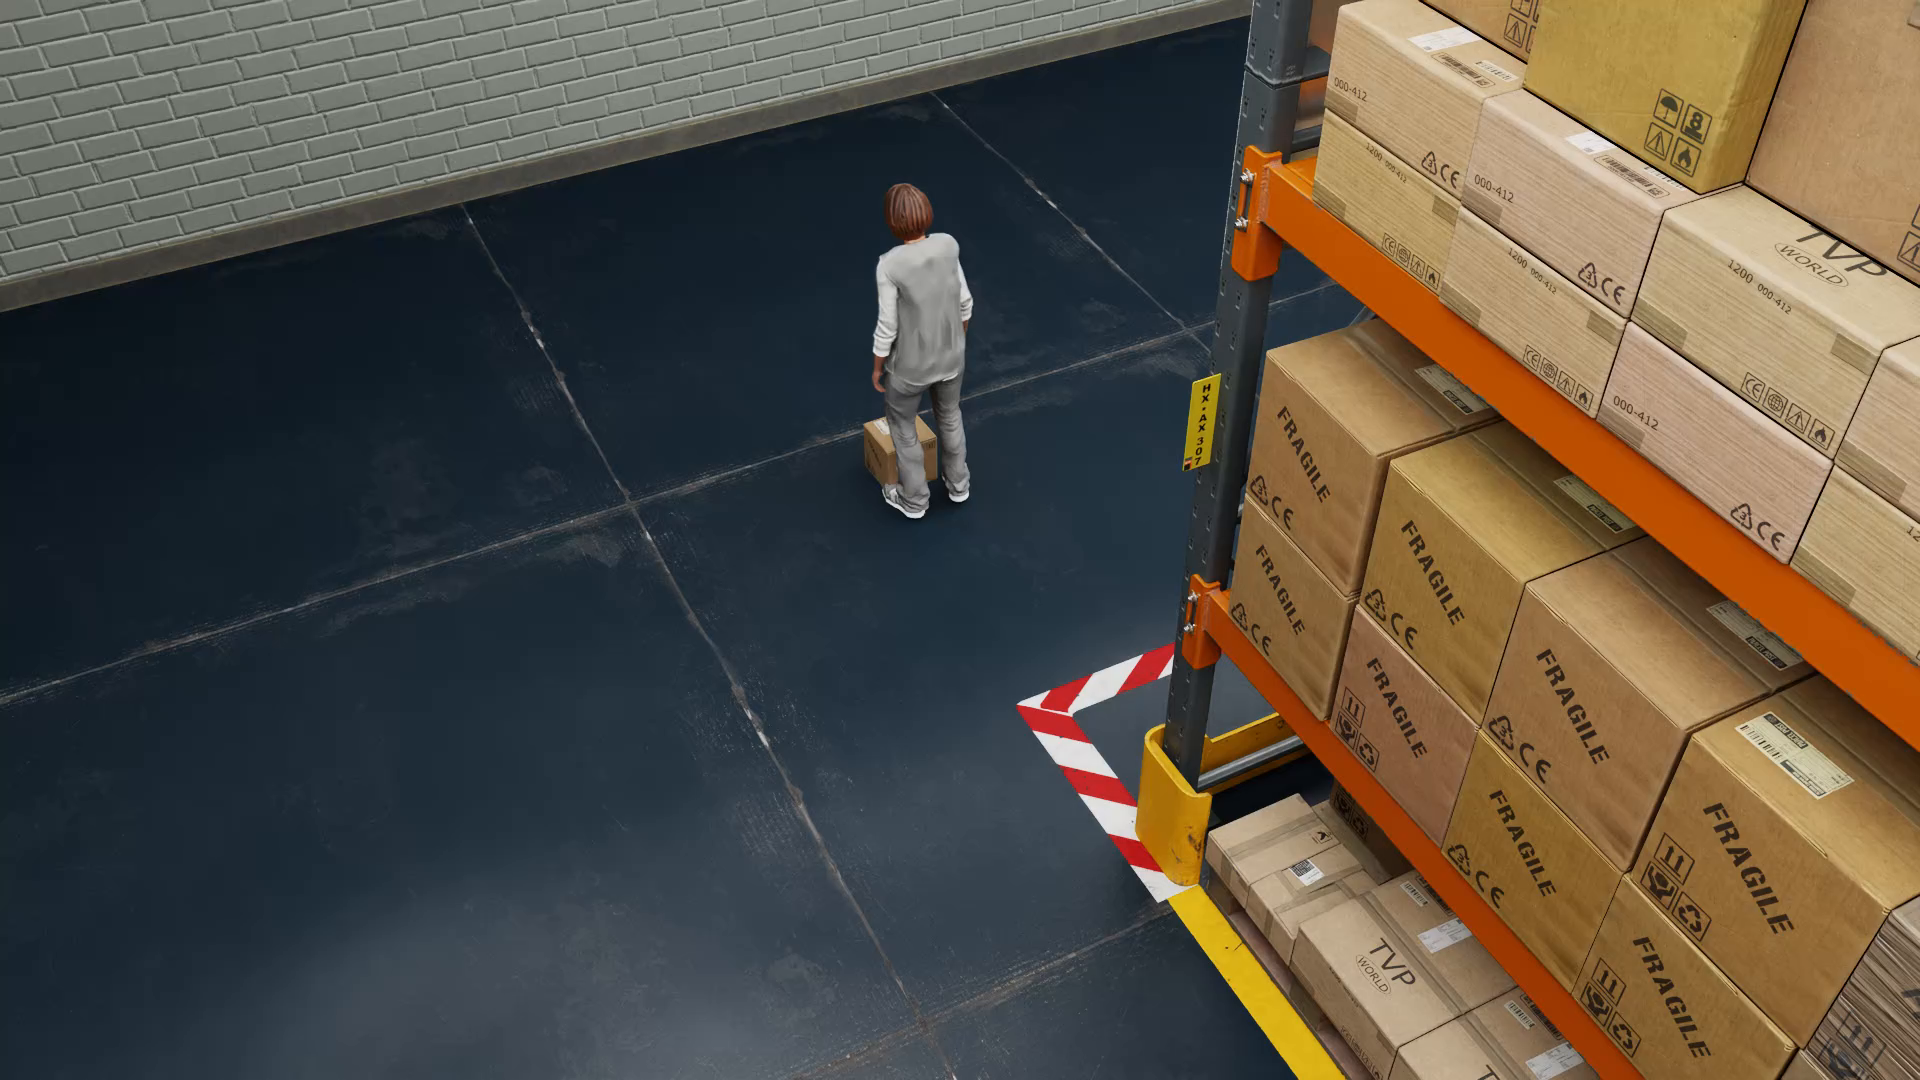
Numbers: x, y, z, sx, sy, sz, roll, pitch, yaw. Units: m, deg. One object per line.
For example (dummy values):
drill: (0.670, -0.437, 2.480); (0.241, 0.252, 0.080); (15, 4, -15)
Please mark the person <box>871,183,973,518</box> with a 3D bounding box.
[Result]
person: (-0.157, -0.744, 7.045); (0.481, 1.530, 0.347); (-22, 46, -23)
